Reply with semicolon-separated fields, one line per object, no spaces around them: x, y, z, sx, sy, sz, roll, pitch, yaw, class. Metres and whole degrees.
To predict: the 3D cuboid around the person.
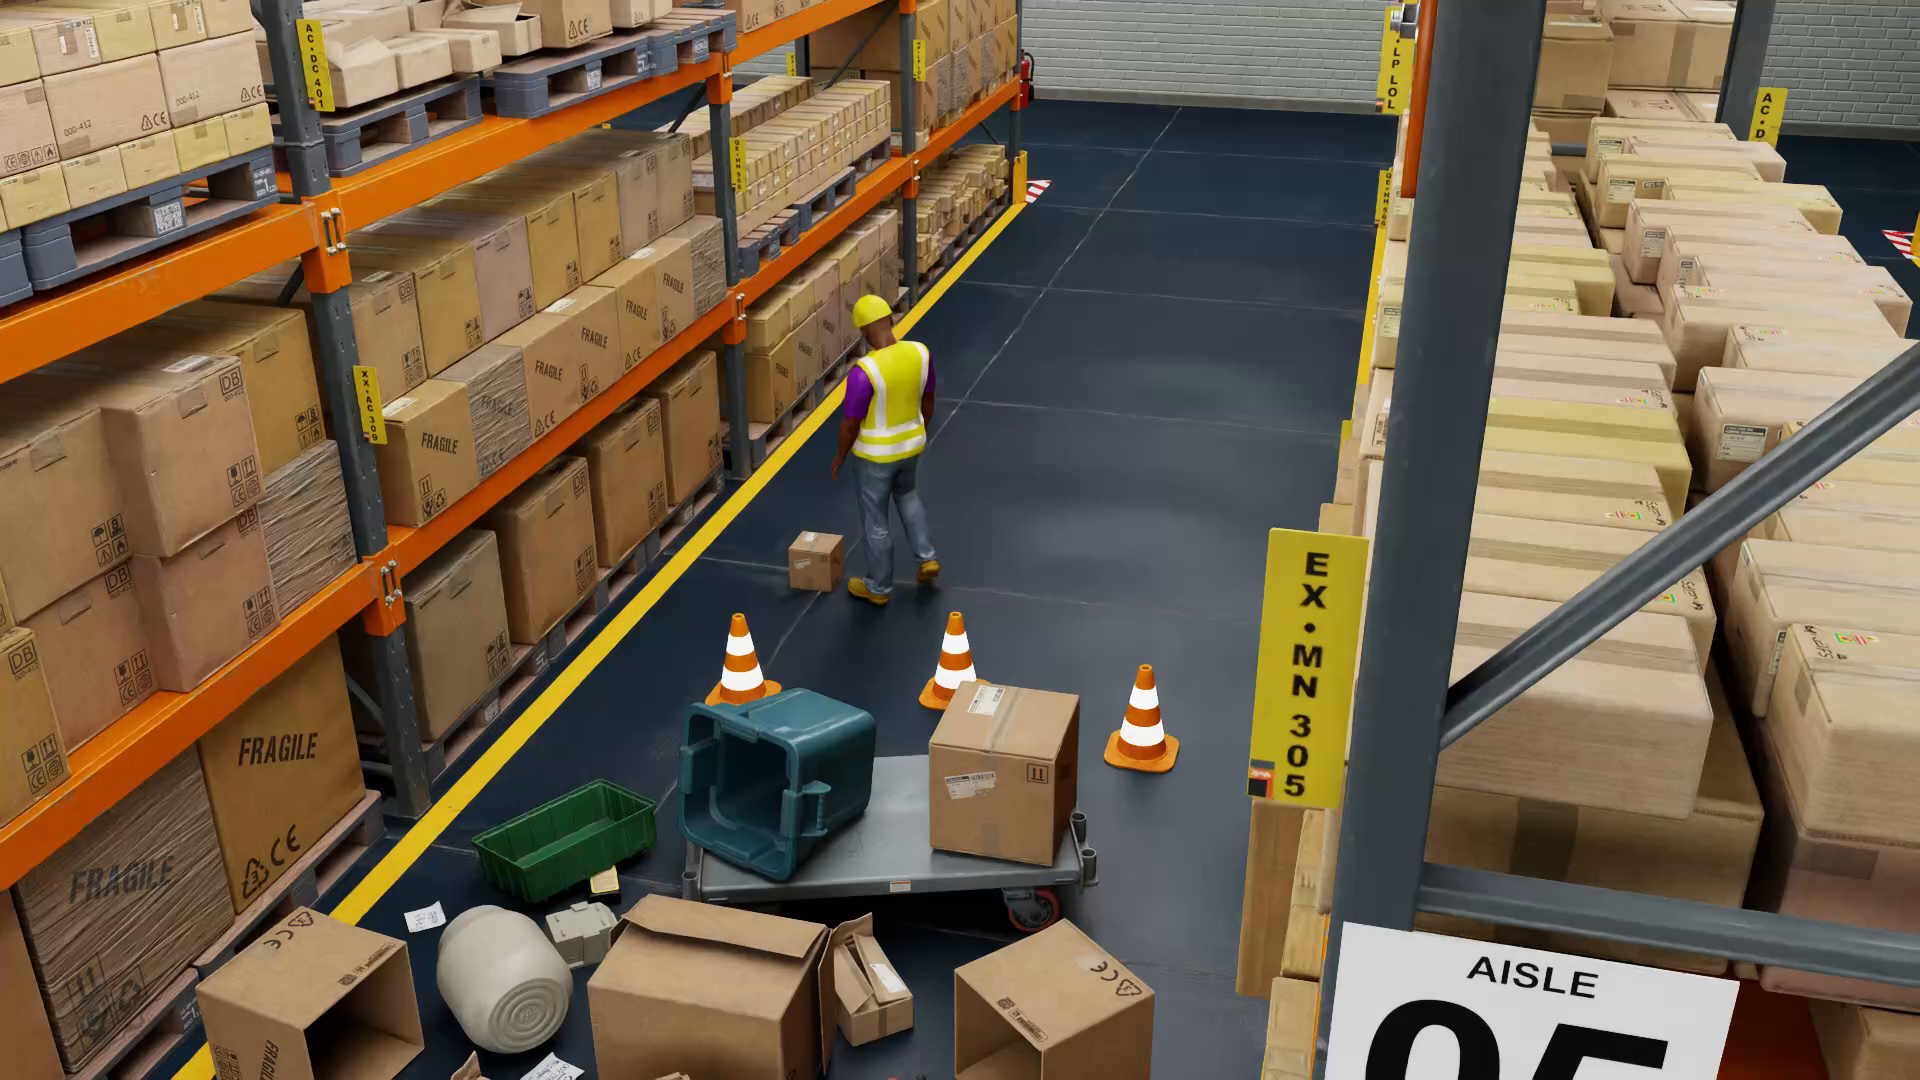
-0.404;-0.488;9.104;0.633;1.784;0.415;-22;33;-38;person
